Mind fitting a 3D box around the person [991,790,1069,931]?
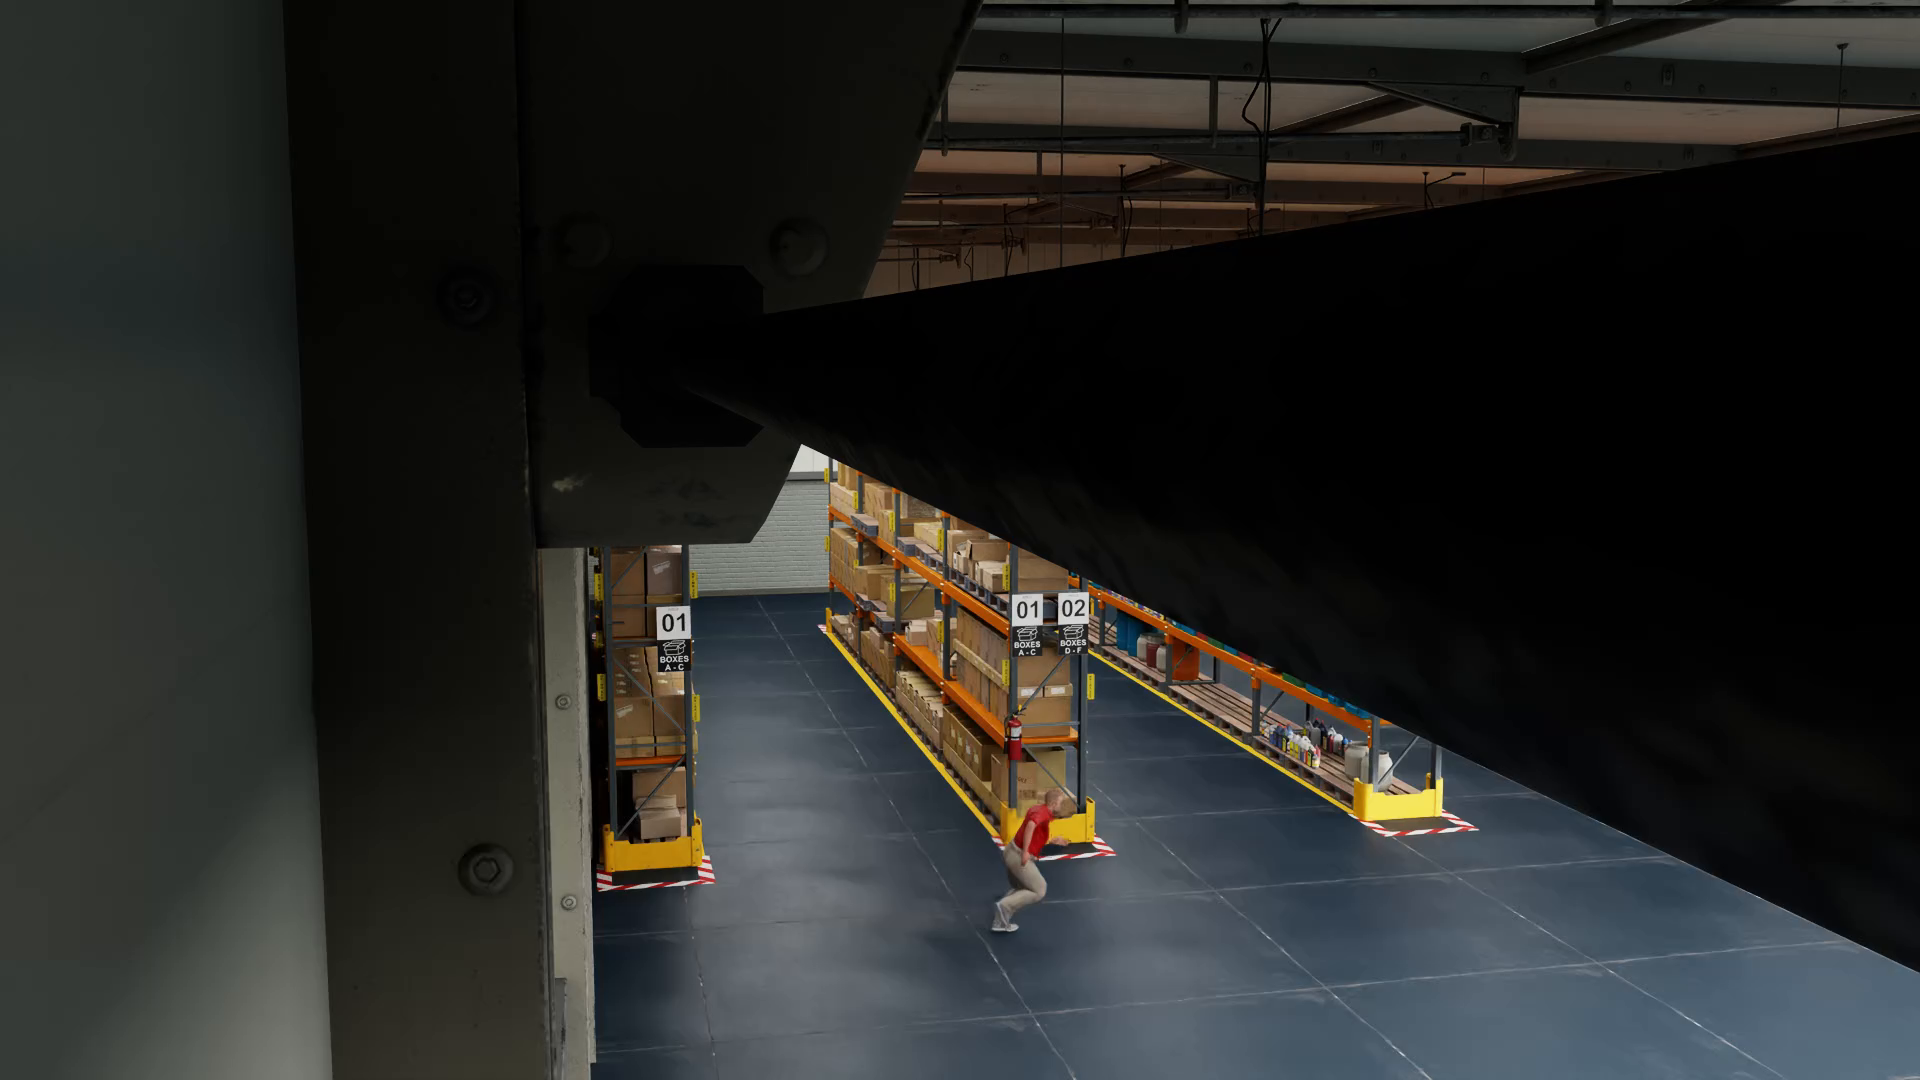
[{"bbox_3d":[0.769,3.461,17.807,0.852,1.548,0.697,-1,7,-8],"label":"person"}]
